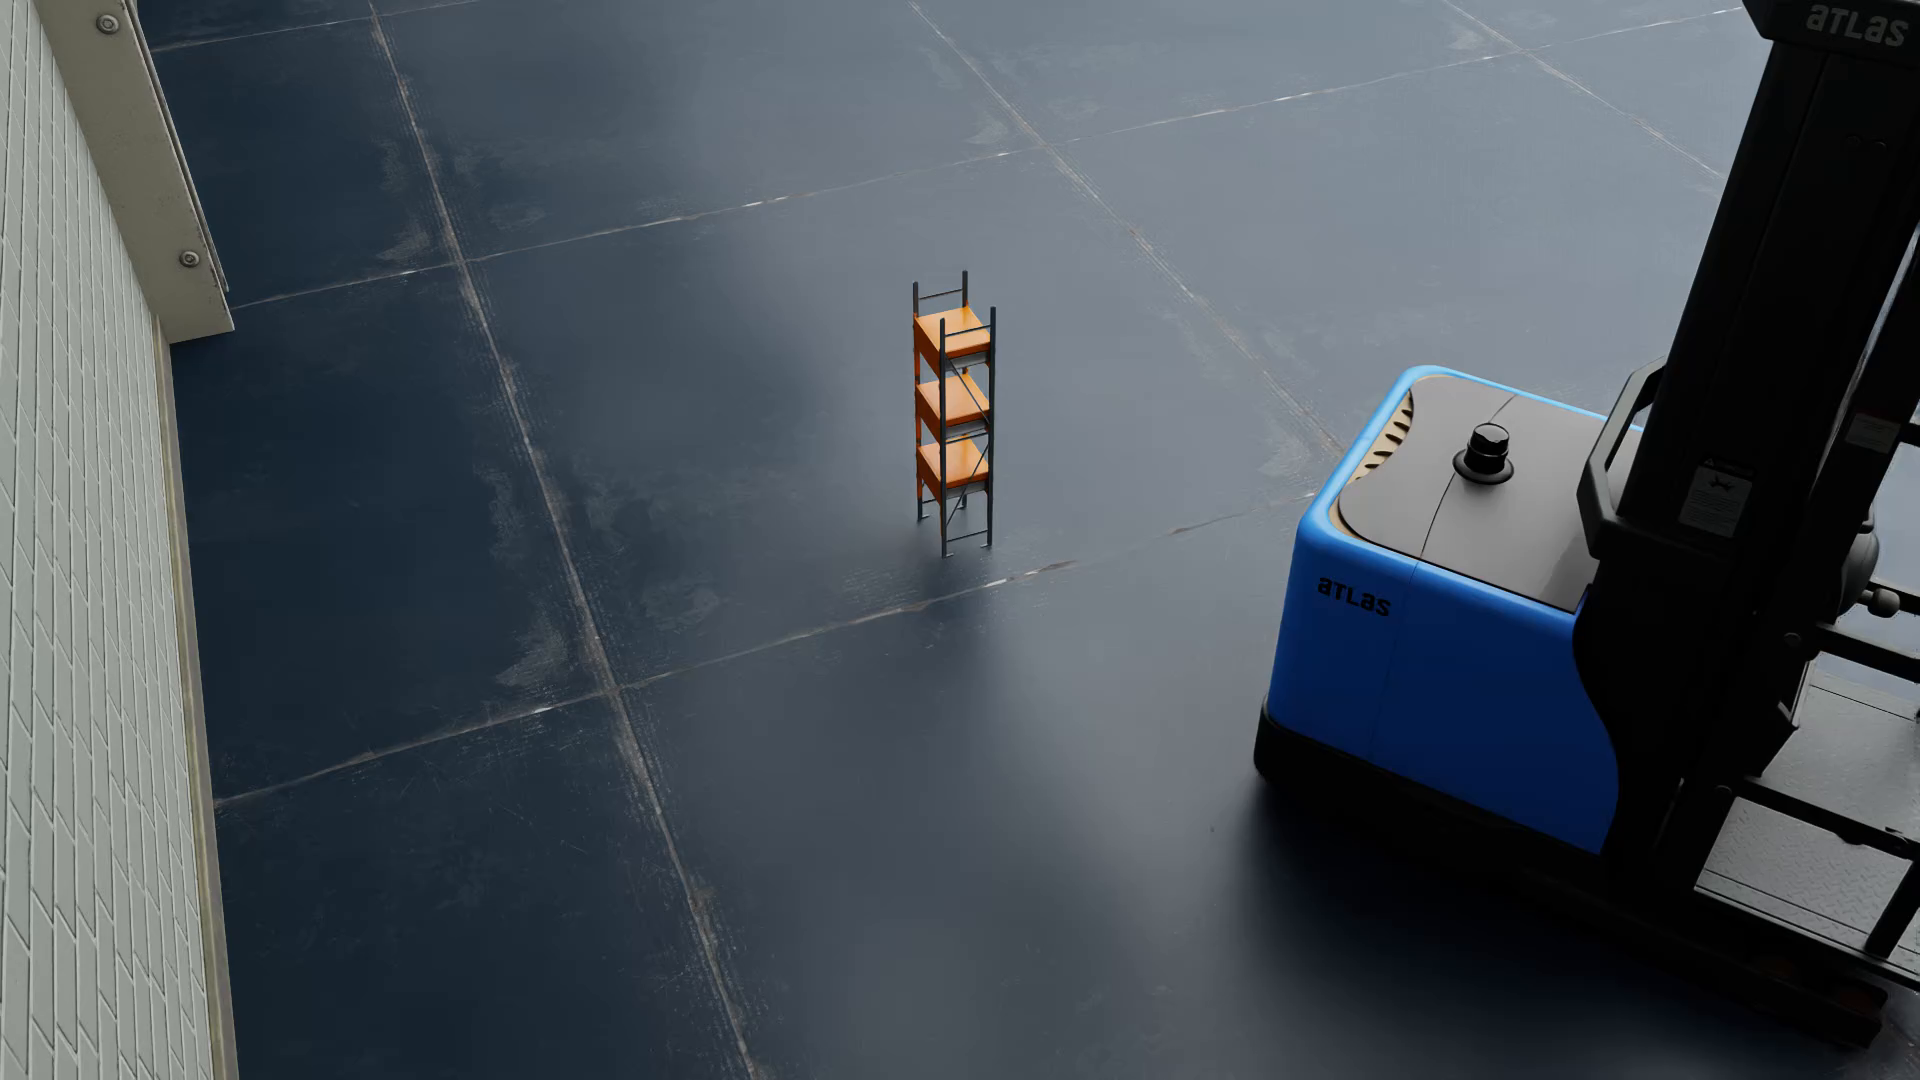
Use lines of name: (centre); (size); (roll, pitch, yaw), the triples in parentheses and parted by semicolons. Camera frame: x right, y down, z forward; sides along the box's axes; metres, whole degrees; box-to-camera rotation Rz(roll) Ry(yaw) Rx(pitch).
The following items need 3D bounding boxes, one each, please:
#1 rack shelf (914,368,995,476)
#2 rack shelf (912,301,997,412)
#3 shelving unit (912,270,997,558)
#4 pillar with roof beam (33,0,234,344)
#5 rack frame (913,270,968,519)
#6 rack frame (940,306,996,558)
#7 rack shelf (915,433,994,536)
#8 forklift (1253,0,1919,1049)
rack shelf: (-0.020, -0.422, 5.952); (0.215, 0.259, 0.240); (-15, 43, -17)
rack shelf: (-0.020, -0.637, 5.767); (0.215, 0.259, 0.240); (-15, 43, -17)
shelving unit: (-0.020, -0.430, 5.945); (0.215, 1.050, 0.252); (-15, 43, -17)
pillar with roof beam: (0.563, -5.490, 5.732); (9.100, 9.000, 0.400); (-15, 43, -17)
rack frame: (-0.067, -0.504, 6.031); (0.200, 1.050, 0.008); (-15, 43, -17)
rack frame: (0.026, -0.357, 5.860); (0.200, 1.050, 0.008); (-15, 43, -17)
rack shelf: (-0.020, -0.212, 6.133); (0.215, 0.259, 0.240); (-15, 43, -17)
forklift: (2.468, -0.112, 4.132); (3.031, 2.935, 1.130); (21, 45, 23)
